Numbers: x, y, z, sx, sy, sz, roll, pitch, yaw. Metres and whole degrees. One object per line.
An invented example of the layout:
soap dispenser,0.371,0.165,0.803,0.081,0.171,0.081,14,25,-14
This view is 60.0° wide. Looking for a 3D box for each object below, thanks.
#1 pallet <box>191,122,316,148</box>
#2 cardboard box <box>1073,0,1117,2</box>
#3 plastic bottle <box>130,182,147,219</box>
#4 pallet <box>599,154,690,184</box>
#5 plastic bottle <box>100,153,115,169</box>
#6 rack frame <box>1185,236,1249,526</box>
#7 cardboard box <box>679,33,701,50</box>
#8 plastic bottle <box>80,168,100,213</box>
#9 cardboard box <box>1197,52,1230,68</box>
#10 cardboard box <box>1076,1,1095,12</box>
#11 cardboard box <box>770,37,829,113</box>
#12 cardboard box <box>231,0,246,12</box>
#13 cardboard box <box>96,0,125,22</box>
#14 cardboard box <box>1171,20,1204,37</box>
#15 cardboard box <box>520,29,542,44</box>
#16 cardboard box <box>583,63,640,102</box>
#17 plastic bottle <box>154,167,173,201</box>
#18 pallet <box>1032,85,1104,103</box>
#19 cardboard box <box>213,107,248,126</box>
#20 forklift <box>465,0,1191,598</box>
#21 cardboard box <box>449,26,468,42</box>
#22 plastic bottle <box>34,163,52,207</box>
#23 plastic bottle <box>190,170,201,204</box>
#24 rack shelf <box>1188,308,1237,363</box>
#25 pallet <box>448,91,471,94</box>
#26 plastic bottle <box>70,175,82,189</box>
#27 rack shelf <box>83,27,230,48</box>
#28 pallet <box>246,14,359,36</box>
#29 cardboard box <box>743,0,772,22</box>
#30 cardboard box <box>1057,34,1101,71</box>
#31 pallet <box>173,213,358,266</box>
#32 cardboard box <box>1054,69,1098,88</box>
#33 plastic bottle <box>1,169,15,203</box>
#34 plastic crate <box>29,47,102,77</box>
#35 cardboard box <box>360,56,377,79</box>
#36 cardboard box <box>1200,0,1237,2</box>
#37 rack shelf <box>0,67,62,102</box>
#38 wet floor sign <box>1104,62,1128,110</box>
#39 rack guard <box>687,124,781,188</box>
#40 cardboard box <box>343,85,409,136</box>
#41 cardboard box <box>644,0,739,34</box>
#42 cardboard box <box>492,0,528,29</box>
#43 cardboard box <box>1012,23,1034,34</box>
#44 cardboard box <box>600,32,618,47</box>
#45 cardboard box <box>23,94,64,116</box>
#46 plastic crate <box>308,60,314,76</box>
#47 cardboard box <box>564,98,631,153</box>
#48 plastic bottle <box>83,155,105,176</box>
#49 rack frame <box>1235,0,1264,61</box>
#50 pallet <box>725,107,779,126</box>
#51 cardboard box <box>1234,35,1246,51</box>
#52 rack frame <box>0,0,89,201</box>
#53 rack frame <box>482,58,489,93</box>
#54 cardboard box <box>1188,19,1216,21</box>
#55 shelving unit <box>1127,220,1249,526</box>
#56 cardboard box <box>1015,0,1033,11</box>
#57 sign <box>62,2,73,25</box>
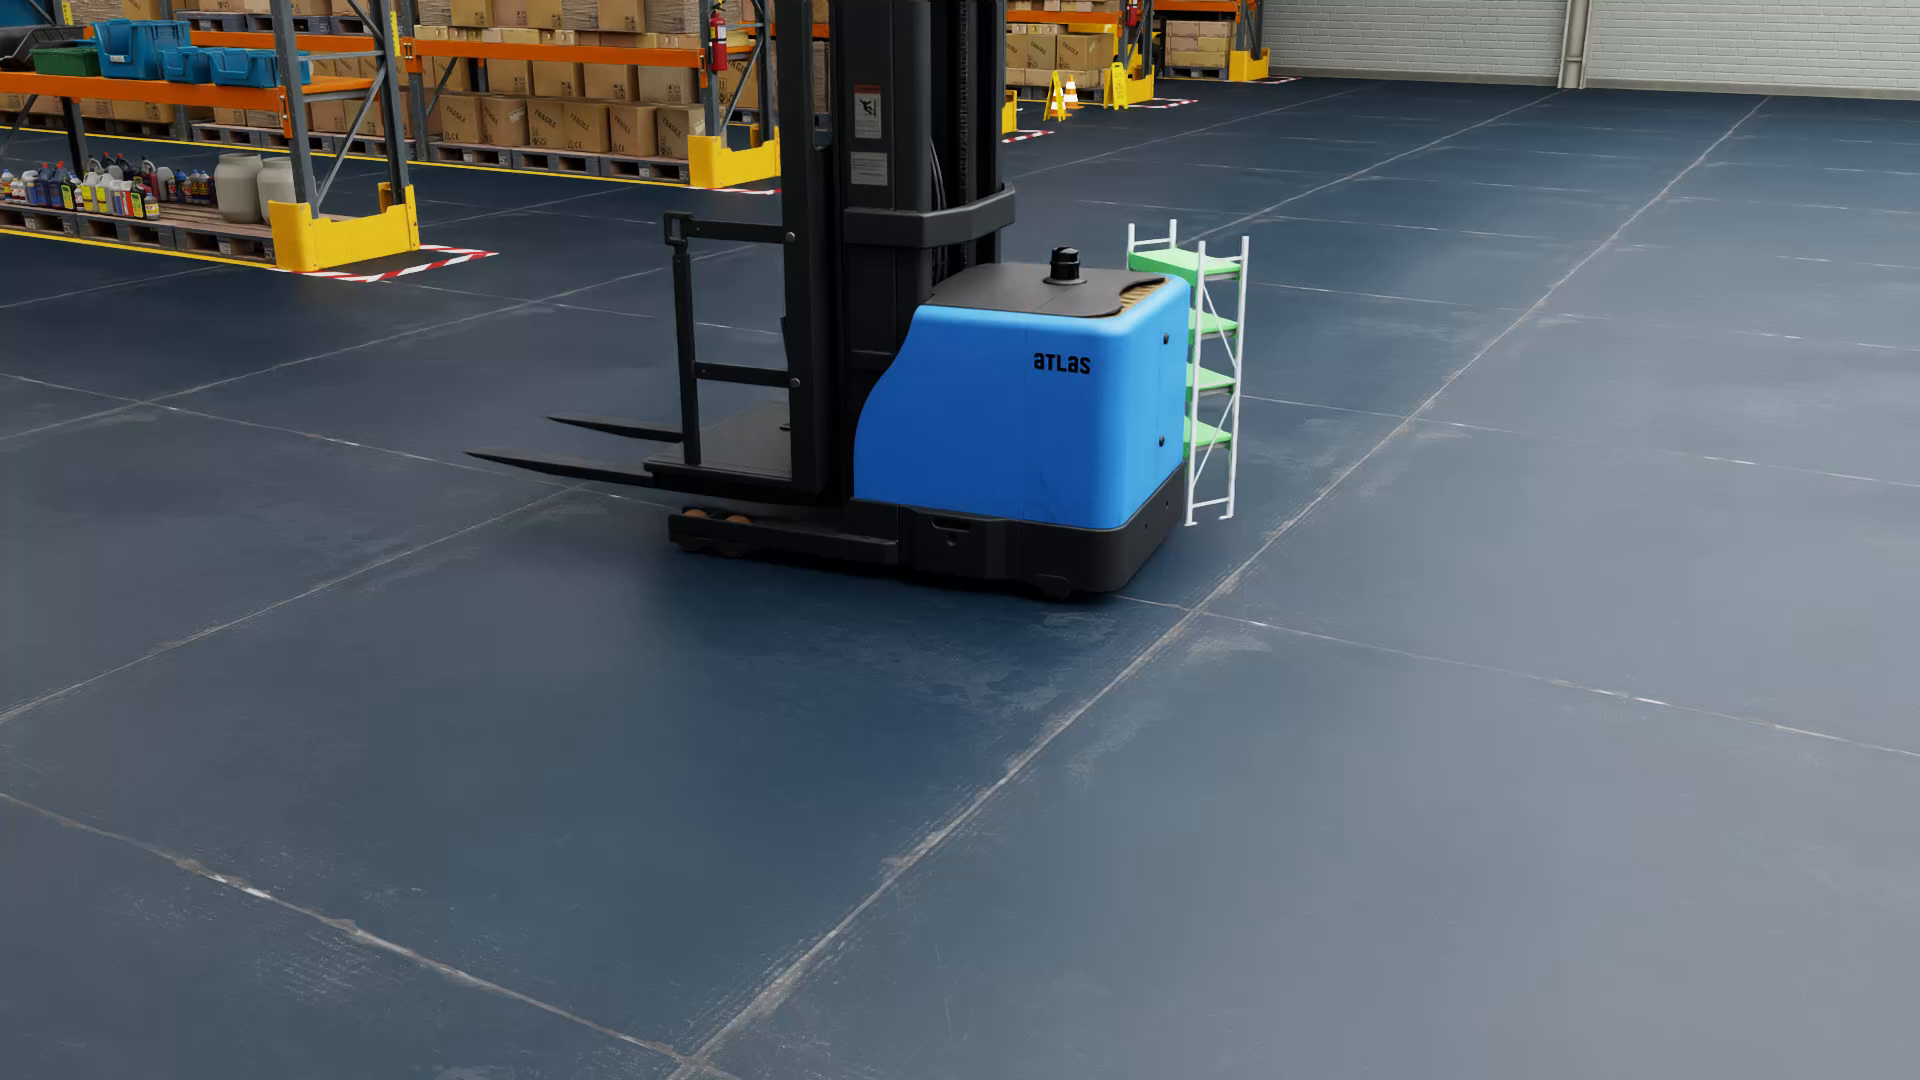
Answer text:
pallet,-8.520,-4.960,20.230,1.213,0.211,1.003,11,23,27
cardboard box,2.007,-8.217,24.535,0.500,0.500,0.500,10,22,26
plastic bottle,-6.561,-2.716,13.291,0.133,0.283,0.061,11,23,29
pallet,-2.976,-3.919,17.358,1.213,0.211,1.003,11,23,27
plastic bottle,-7.422,-3.202,14.534,0.185,0.351,0.144,10,22,26
rack frame,1.061,-0.644,6.881,0.240,1.200,0.015,-11,23,-28
cardboard box,-2.567,-4.939,16.451,0.250,0.149,0.380,11,23,27
plastic bottle,-7.087,-2.864,13.600,0.185,0.351,0.144,11,22,27
cardboard box,4.469,-8.389,29.008,0.500,0.250,0.500,11,23,28
cardboard box,1.909,-7.911,24.644,0.250,0.149,0.380,10,22,27
cardboard box,-1.899,-6.121,21.840,0.875,0.875,0.875,11,23,28
cardboard box,-8.175,-6.505,19.637,0.500,0.500,0.700,15,25,35
cardboard box,-10.186,-6.542,20.354,0.500,0.500,0.500,11,22,27
cardboard box,4.030,-8.942,29.066,0.500,0.250,0.500,11,23,28
cardboard box,-4.353,-5.248,17.301,0.250,0.149,0.380,11,23,27
cardboard box,-4.629,-6.574,23.273,0.750,0.750,1.050,11,23,27
plastic bottle,-6.833,-3.053,14.233,0.135,0.276,0.152,11,23,28
pallet,1.857,-6.869,25.492,1.213,0.211,1.003,11,23,27
cardboard box,-8.607,-5.328,20.175,0.500,0.500,0.700,10,22,24
forklift,-0.637,-1.465,6.606,3.031,2.935,1.130,8,21,21
cardboard box,-5.225,-5.414,17.761,0.250,0.149,0.380,11,23,27
plastic bottle,-7.623,-2.966,13.882,0.185,0.351,0.144,11,23,29
plastic bottle,-6.450,-2.989,14.062,0.097,0.271,0.097,0,20,0
rack shelf,0.940,-0.882,7.020,0.258,0.148,0.480,-11,23,-28
pallet,-7.376,-6.681,24.974,1.213,0.211,1.003,11,23,27
plastic bottle,-7.311,-2.884,13.772,0.097,0.271,0.097,0,20,0
rack shelf,-10.948,-6.396,21.154,4.000,0.370,1.077,11,23,27
pallet,-7.454,-5.994,19.273,1.213,0.211,1.003,11,23,27
cardboard box,-2.383,-7.124,21.886,0.550,0.550,0.875,11,23,27
cardboard box,1.789,-7.334,25.002,0.500,0.500,0.500,11,23,28
pallet,-5.429,-2.421,13.230,1.213,0.211,1.003,11,23,27
cardboard box,1.758,-6.985,25.138,0.500,0.250,0.500,11,23,27
plastic bottle,-8.061,-3.003,14.100,0.097,0.271,0.097,0,20,0
plastic crate,-7.078,-3.853,13.398,0.662,0.188,0.450,11,23,27
cardboard box,-8.744,-7.177,25.300,0.500,0.500,0.500,11,23,28
cardboard box,4.475,-9.550,28.648,0.500,0.500,0.500,10,22,26
rack shelf,-9.871,-4.256,15.255,4.000,0.370,1.077,11,23,27
wet floor sign,2.259,-6.565,24.016,0.267,0.644,0.232,-16,26,-38
rack guard,-2.284,-3.909,16.908,0.348,0.500,1.175,11,23,27
cardboard box,-6.642,-4.962,19.165,0.500,0.500,0.700,11,22,27
cardboard box,-2.684,-5.358,16.654,0.500,0.500,0.875,11,23,27
cardboard box,-4.442,-5.683,17.551,0.500,0.500,0.875,11,23,27
cardboard box,0.988,-7.767,25.245,0.250,0.149,0.380,12,23,30
cardboard box,-3.437,-5.107,16.914,0.250,0.149,0.380,11,23,27
cardboard box,-11.345,-6.017,21.553,0.875,0.875,1.225,10,22,25
plastic crate,-5.257,-3.717,13.101,0.250,0.136,0.298,11,23,27
cardboard box,-3.830,-4.401,17.650,0.500,0.500,0.500,13,24,32
plastic bottle,-7.493,-3.159,14.415,0.185,0.351,0.144,11,23,27
rack frame,5.033,-9.500,28.655,0.127,3.000,1.000,11,23,27
pallet,-2.577,-5.736,22.367,1.213,0.211,1.003,11,23,27
cardboard box,4.724,-8.780,29.353,0.500,0.250,0.500,11,23,28
rack frame,-8.125,-4.262,14.216,0.127,3.000,1.000,11,23,27
rack frame,-6.695,-7.861,24.139,0.127,3.000,1.000,11,23,27
cardboard box,4.268,-9.093,29.484,0.500,0.250,0.500,11,23,27
shelving unit,0.940,-0.717,7.081,0.258,1.200,0.503,-11,23,-28
cardboard box,1.034,-8.094,25.147,0.250,0.149,0.380,11,22,27
sign,-7.847,-4.554,14.615,0.005,0.325,0.100,11,23,27
